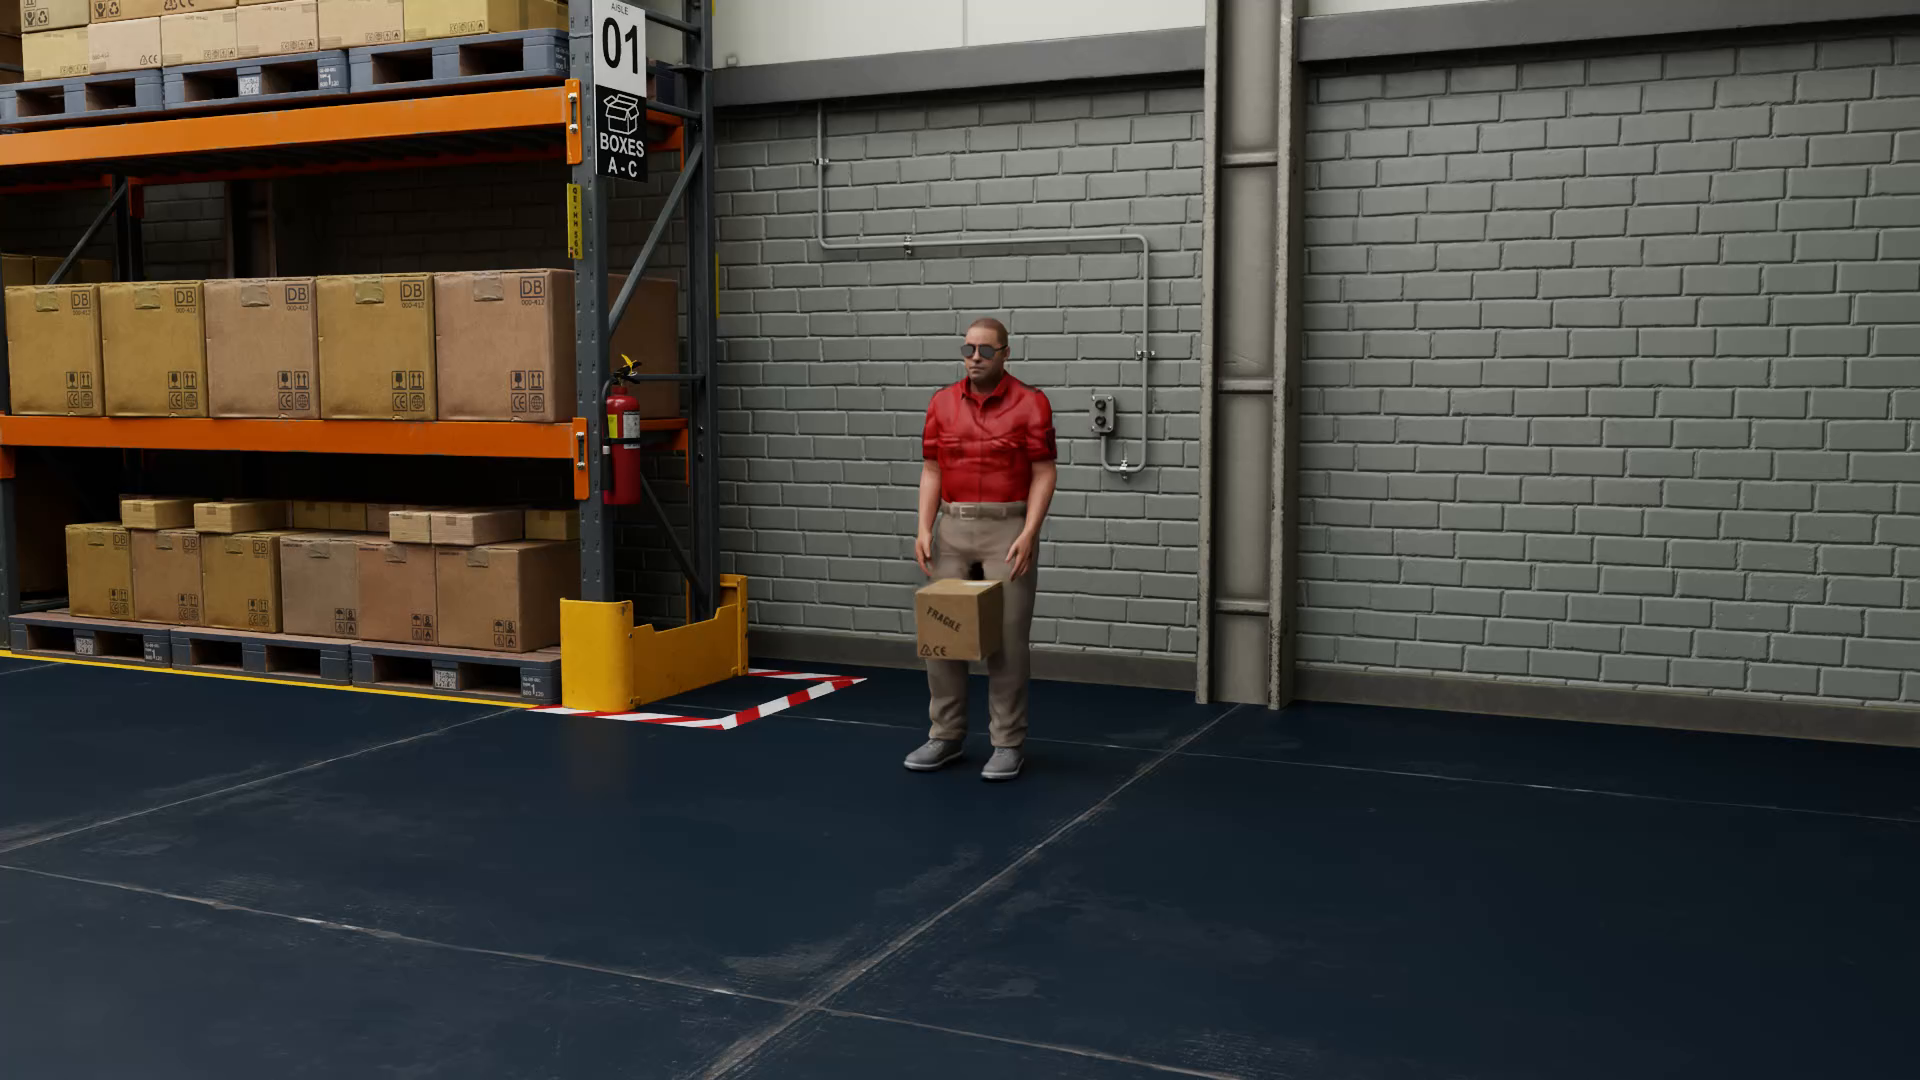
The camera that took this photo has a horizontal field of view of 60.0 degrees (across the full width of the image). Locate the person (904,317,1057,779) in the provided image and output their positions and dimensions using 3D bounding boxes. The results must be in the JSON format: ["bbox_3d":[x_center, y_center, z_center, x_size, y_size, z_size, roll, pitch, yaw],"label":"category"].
[{"bbox_3d":[0.083,0.021,6.361,0.554,1.732,0.430,2,6,22],"label":"person"}]
